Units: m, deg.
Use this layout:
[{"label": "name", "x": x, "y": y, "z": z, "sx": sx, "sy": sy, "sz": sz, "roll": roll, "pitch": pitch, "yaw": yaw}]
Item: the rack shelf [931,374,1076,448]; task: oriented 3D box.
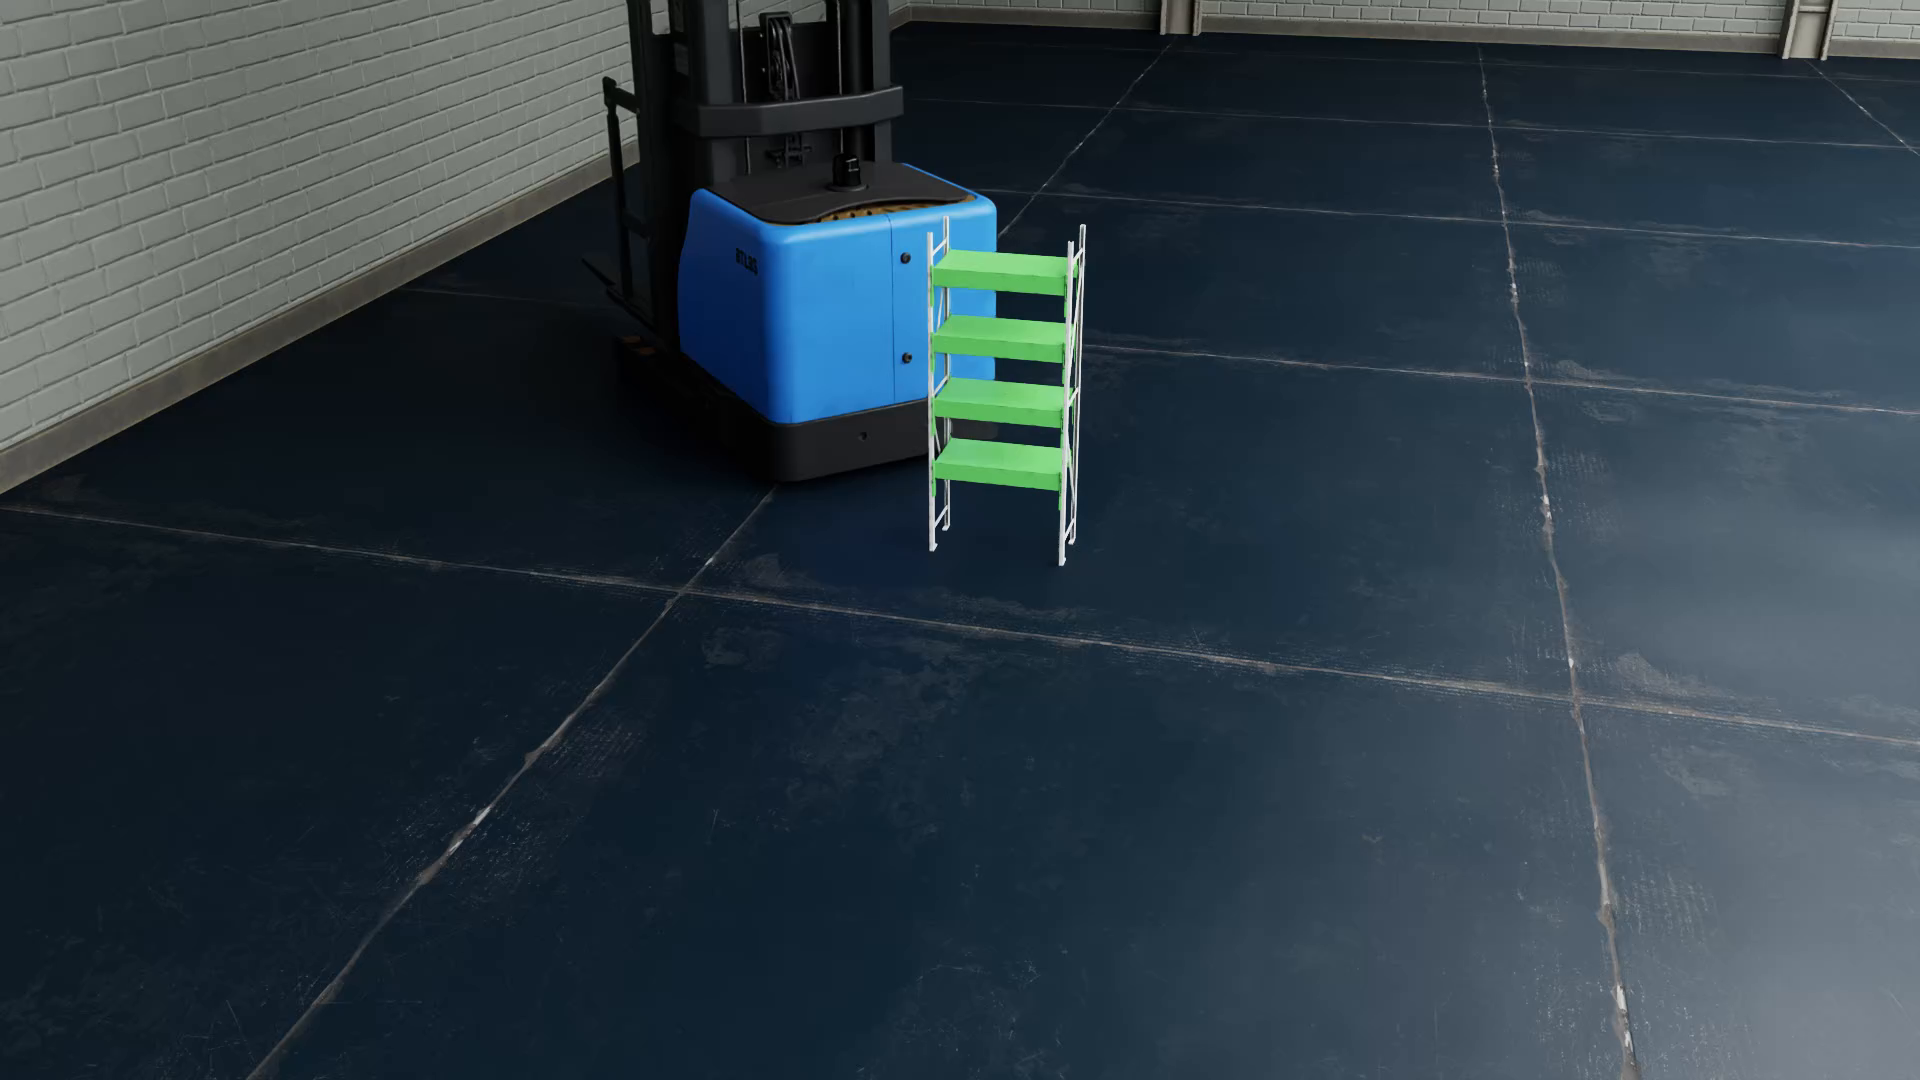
[{"label": "rack shelf", "x": 0.160, "y": -0.466, "z": 5.982, "sx": 0.480, "sy": 0.148, "sz": 0.258, "roll": 6, "pitch": 26, "yaw": 13}]

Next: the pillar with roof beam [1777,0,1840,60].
[{"label": "pillar with roof beam", "x": 7.044, "y": -6.935, "z": 10.348, "sx": 0.400, "sy": 9.000, "sz": 9.100, "roll": 6, "pitch": 26, "yaw": 13}]

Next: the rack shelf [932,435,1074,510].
[{"label": "rack shelf", "x": 0.160, "y": -0.250, "z": 6.085, "sx": 0.480, "sy": 0.148, "sz": 0.258, "roll": 6, "pitch": 26, "yaw": 13}]

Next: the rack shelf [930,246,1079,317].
[{"label": "rack shelf", "x": 0.160, "y": -0.900, "z": 5.776, "sx": 0.480, "sy": 0.148, "sz": 0.258, "roll": 6, "pitch": 26, "yaw": 13}]

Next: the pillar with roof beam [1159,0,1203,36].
[{"label": "pillar with roof beam", "x": 1.233, "y": -7.577, "z": 11.697, "sx": 0.400, "sy": 9.000, "sz": 9.100, "roll": 6, "pitch": 26, "yaw": 13}]

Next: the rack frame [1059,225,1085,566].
[{"label": "rack frame", "x": 0.397, "y": -0.498, "z": 5.900, "sx": 0.015, "sy": 1.200, "sz": 0.240, "roll": 6, "pitch": 26, "yaw": 13}]

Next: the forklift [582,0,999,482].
[{"label": "forklift", "x": -0.997, "y": -2.149, "z": 7.354, "sx": 1.130, "sy": 2.935, "sz": 3.031, "roll": -14, "pitch": 29, "yaw": -26}]

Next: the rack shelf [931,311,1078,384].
[{"label": "rack shelf", "x": 0.160, "y": -0.683, "z": 5.879, "sx": 0.480, "sy": 0.148, "sz": 0.258, "roll": 6, "pitch": 26, "yaw": 13}]

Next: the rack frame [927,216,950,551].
[{"label": "rack frame", "x": -0.076, "y": -0.550, "z": 6.010, "sx": 0.015, "sy": 1.200, "sz": 0.240, "roll": 6, "pitch": 26, "yaw": 13}]

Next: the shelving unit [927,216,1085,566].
[{"label": "shelving unit", "x": 0.160, "y": -0.524, "z": 5.955, "sx": 0.503, "sy": 1.200, "sz": 0.258, "roll": 6, "pitch": 26, "yaw": 13}]
